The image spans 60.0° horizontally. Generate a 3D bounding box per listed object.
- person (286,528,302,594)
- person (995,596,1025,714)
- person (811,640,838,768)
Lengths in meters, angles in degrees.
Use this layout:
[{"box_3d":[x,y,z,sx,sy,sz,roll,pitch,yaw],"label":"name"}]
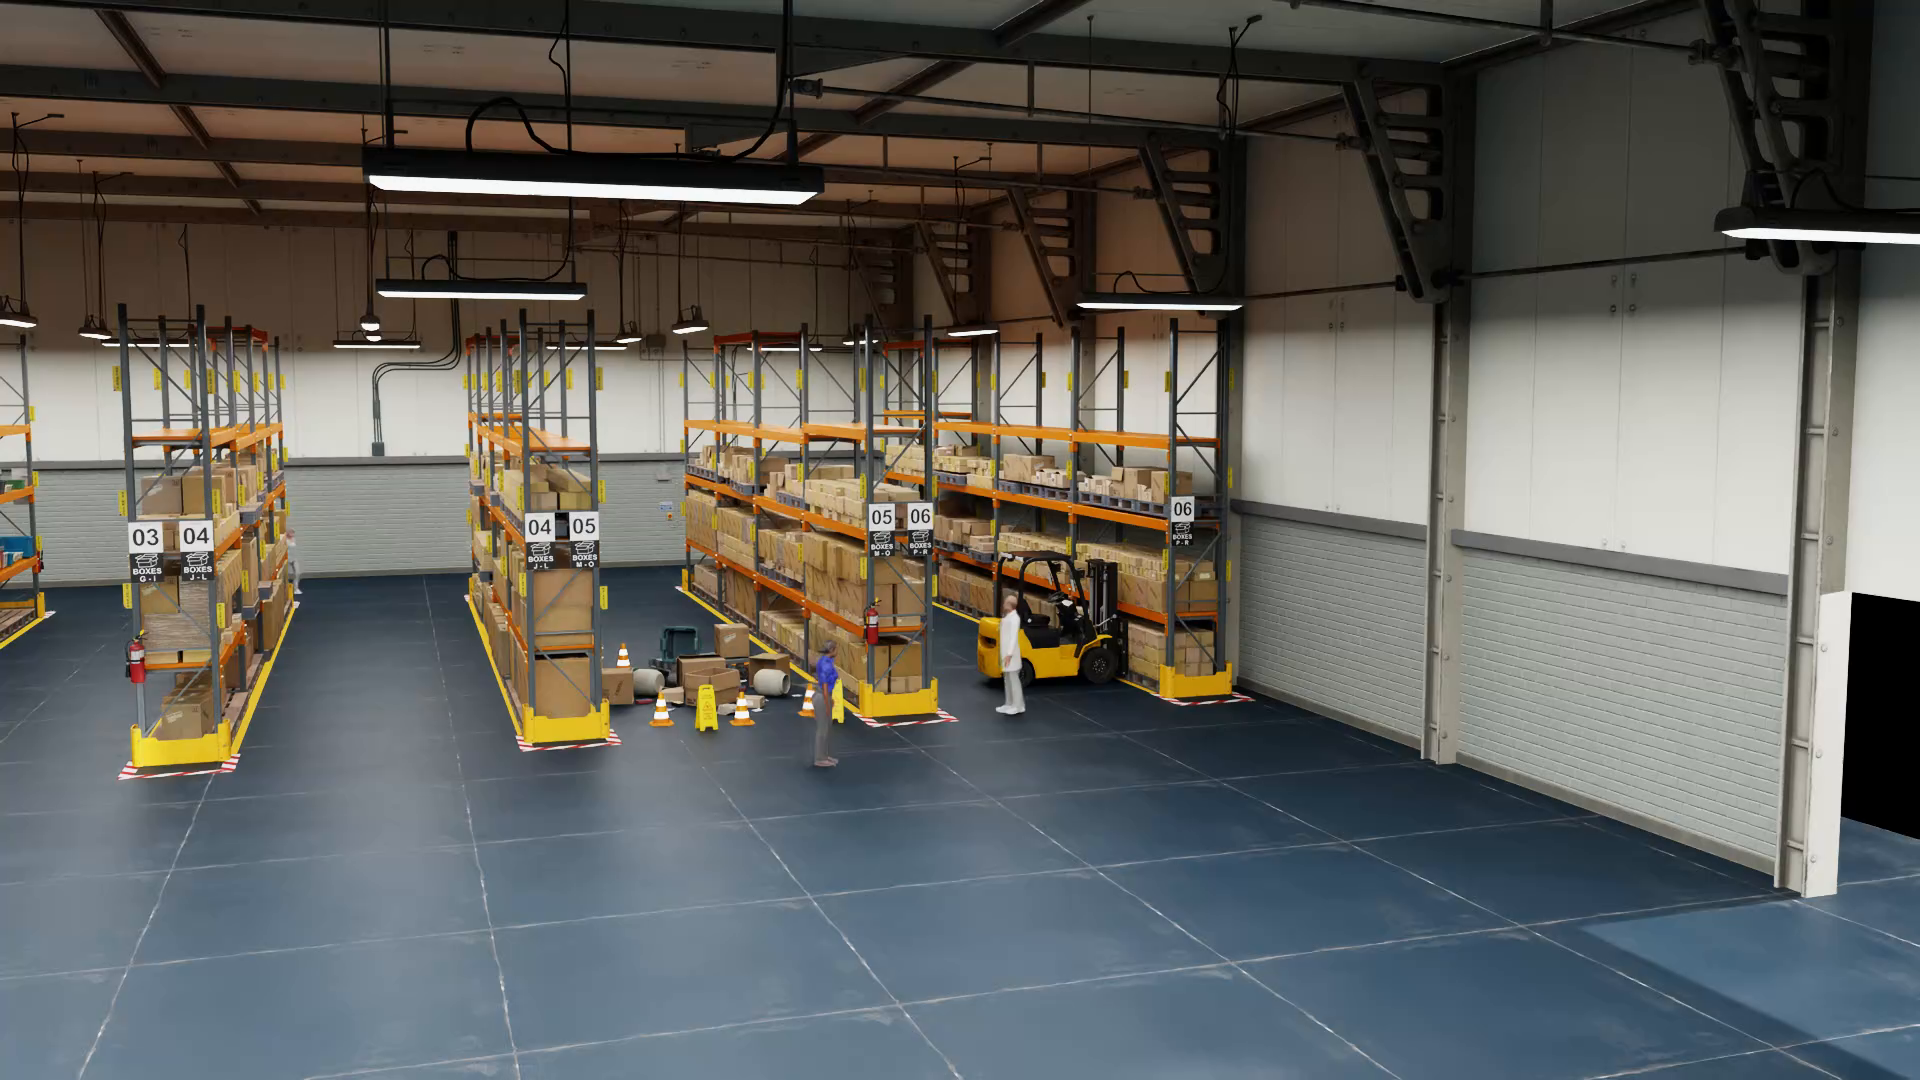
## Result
[{"box_3d":[-15.860,0.494,39.271,0.831,1.549,0.413,5,7,43],"label":"person"},{"box_3d":[0.770,1.737,25.136,0.427,1.803,0.645,-1,6,-12],"label":"person"},{"box_3d":[-1.759,2.125,21.730,0.337,1.672,0.467,-1,5,-7],"label":"person"}]
